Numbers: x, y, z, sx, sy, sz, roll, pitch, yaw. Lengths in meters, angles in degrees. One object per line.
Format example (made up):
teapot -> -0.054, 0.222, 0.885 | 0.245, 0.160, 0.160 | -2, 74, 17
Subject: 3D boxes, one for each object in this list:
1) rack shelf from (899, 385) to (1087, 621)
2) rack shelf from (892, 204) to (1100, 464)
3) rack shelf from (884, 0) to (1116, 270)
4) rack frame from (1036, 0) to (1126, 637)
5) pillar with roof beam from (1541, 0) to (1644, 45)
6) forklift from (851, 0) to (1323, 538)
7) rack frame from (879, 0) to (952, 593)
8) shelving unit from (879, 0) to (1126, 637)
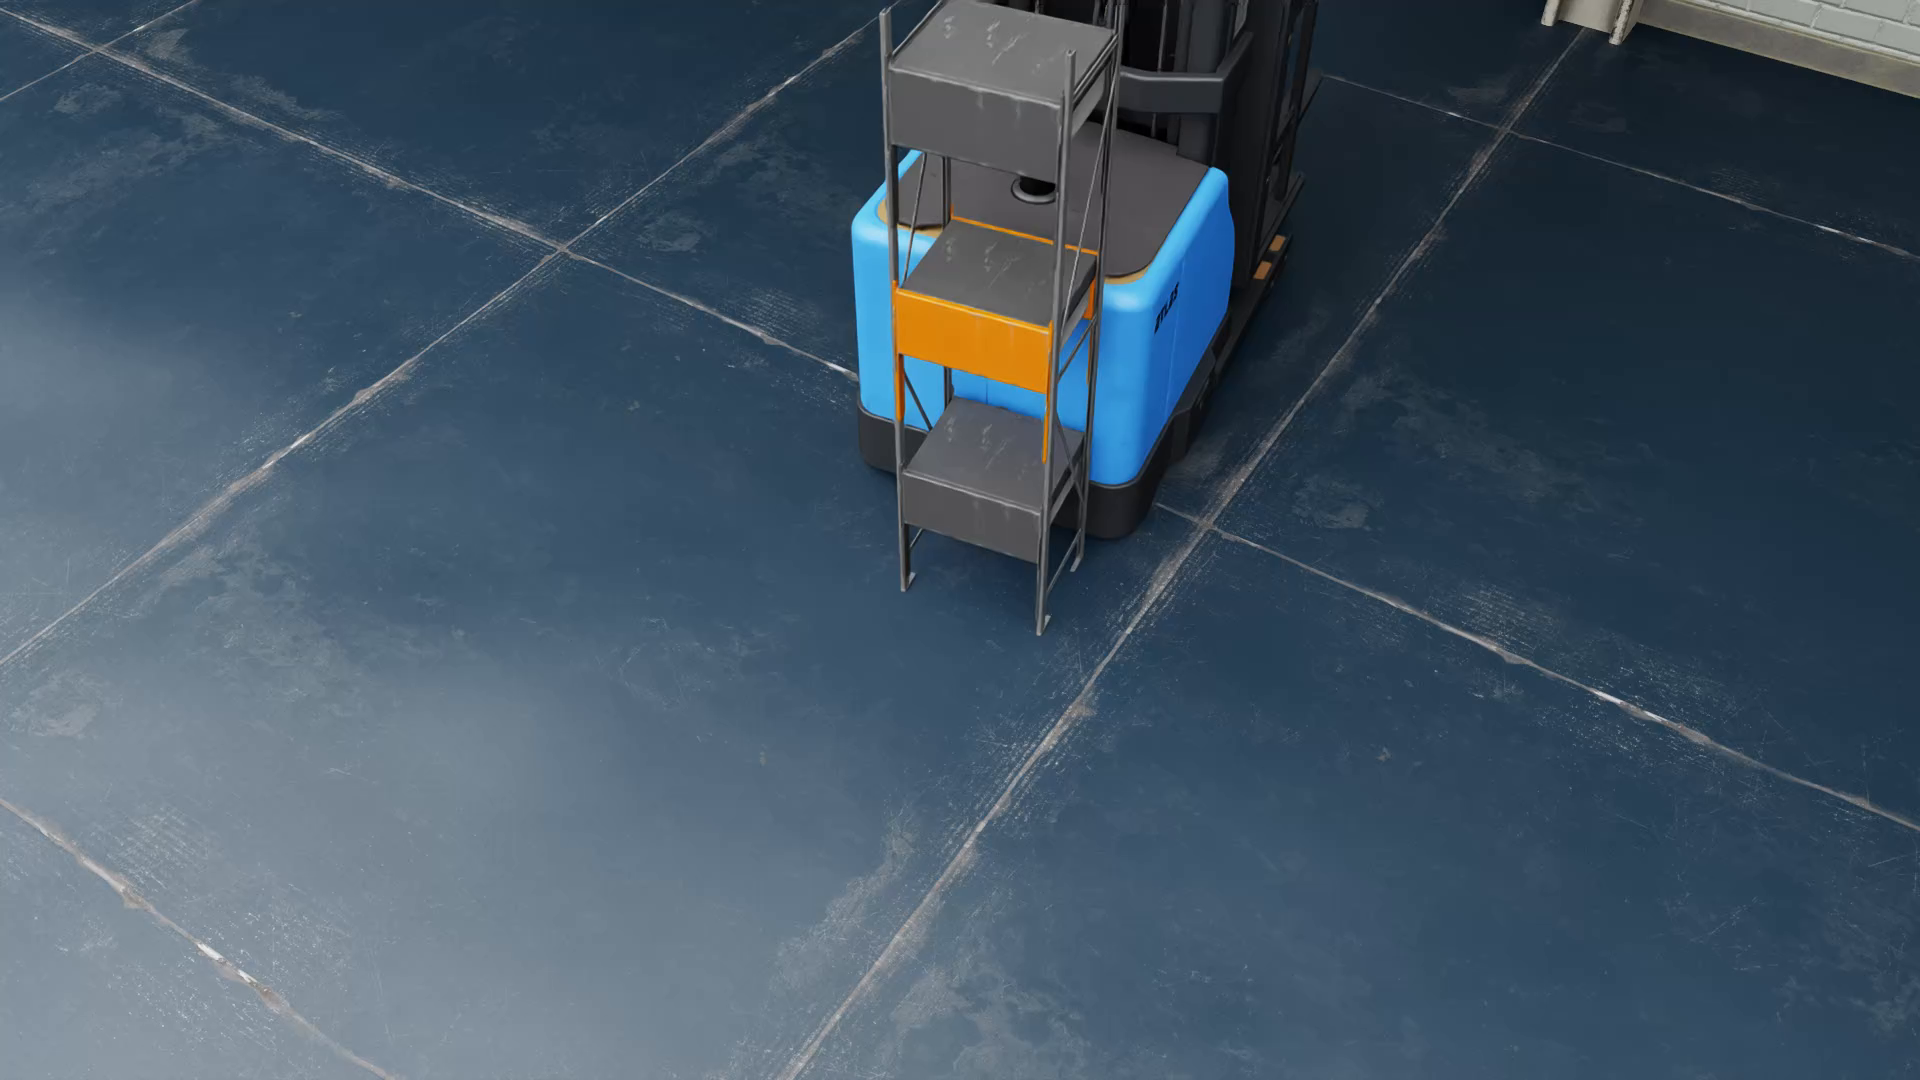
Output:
rack shelf -> 0.112, -0.120, 5.398 | 0.480, 0.518, 0.431 | 17, 48, 16
rack shelf -> 0.112, -0.608, 4.896 | 0.480, 0.518, 0.431 | 17, 48, 16
rack shelf -> 0.112, -1.096, 4.394 | 0.480, 0.518, 0.431 | 17, 48, 16
rack frame -> 0.336, -0.548, 4.818 | 0.015, 2.100, 0.400 | 17, 48, 16
pillar with roof beam -> 0.801, -3.113, 2.500 | 0.400, 9.000, 9.100 | 25, 51, 22
forklift -> 0.706, -2.096, 5.743 | 1.130, 2.935, 3.031 | 18, 48, 17
rack frame -> -0.112, -0.687, 4.954 | 0.015, 2.100, 0.400 | 17, 48, 16
shelving unit -> 0.112, -0.618, 4.886 | 0.503, 2.100, 0.431 | 17, 48, 16
